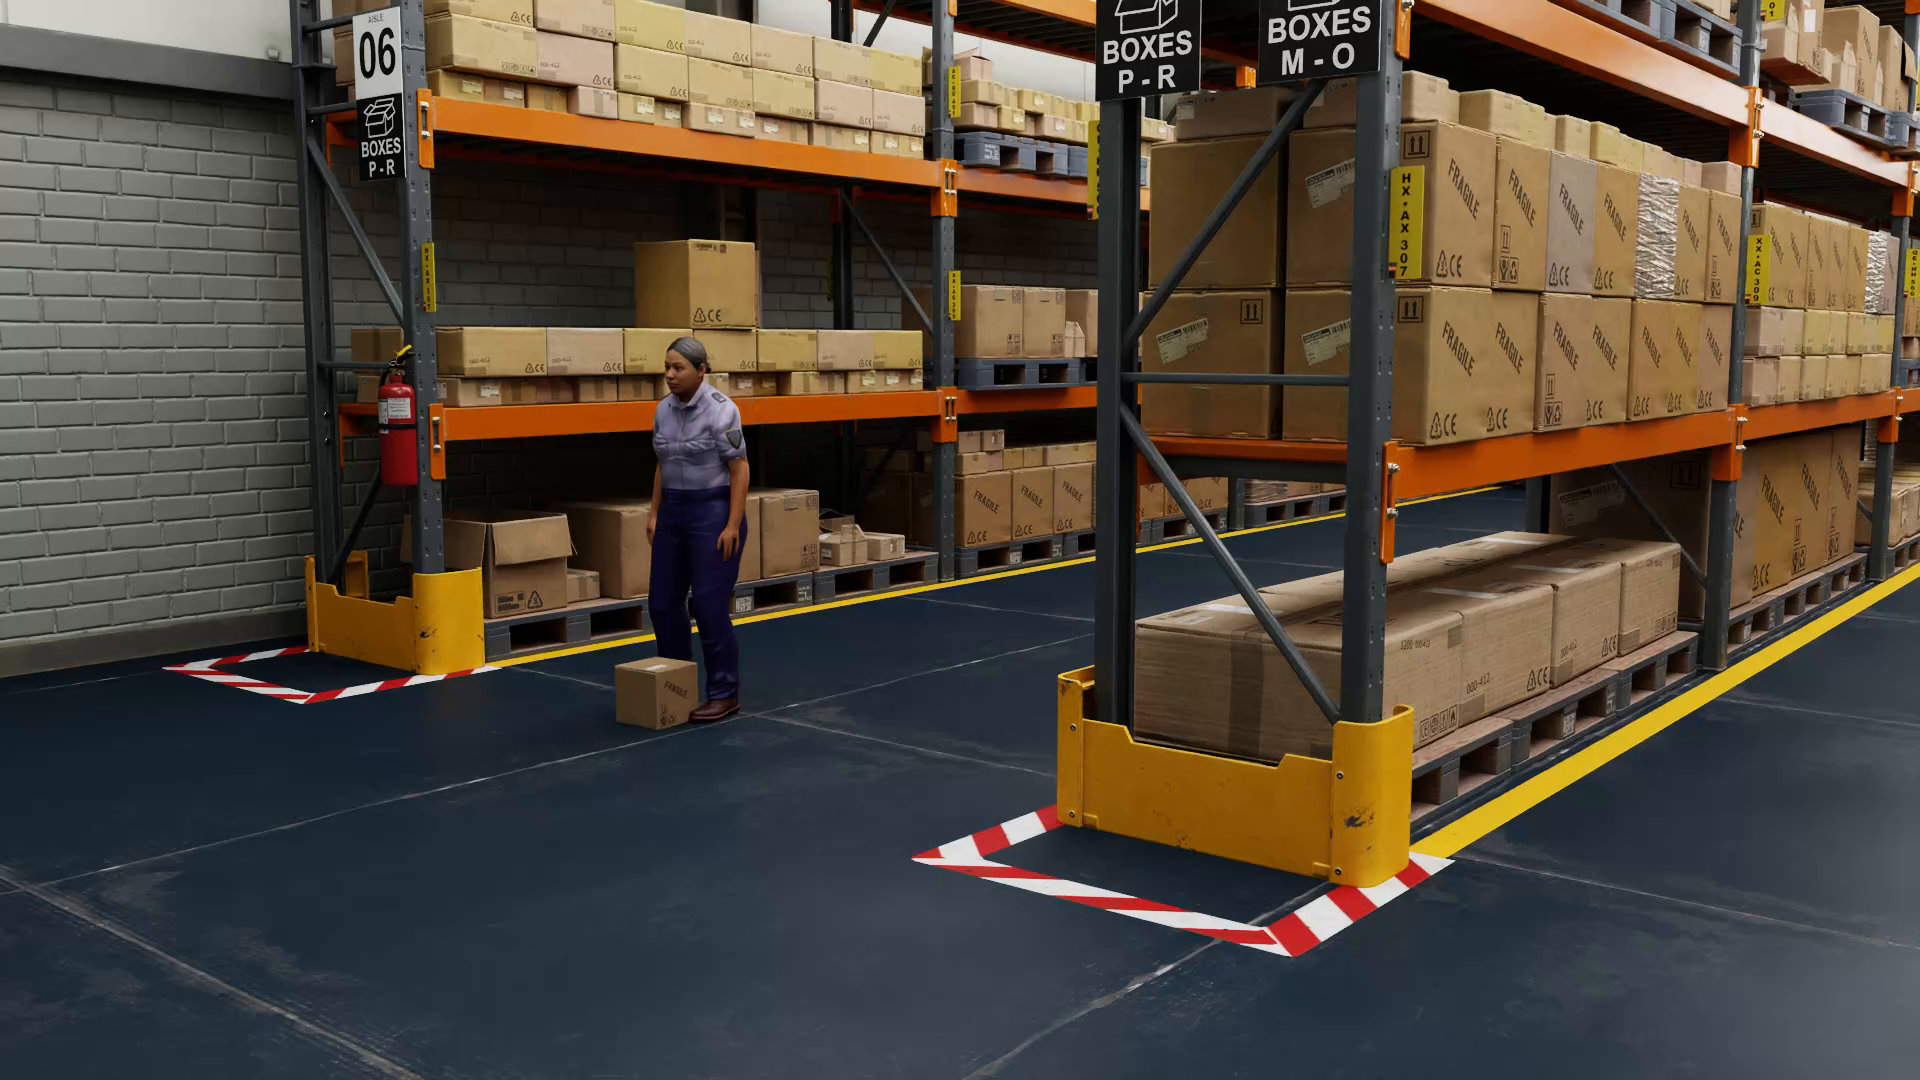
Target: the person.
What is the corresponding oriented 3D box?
[{"bbox_3d":[-1.163,-0.059,7.271,0.555,1.650,0.370,5,8,35],"label":"person"}]
